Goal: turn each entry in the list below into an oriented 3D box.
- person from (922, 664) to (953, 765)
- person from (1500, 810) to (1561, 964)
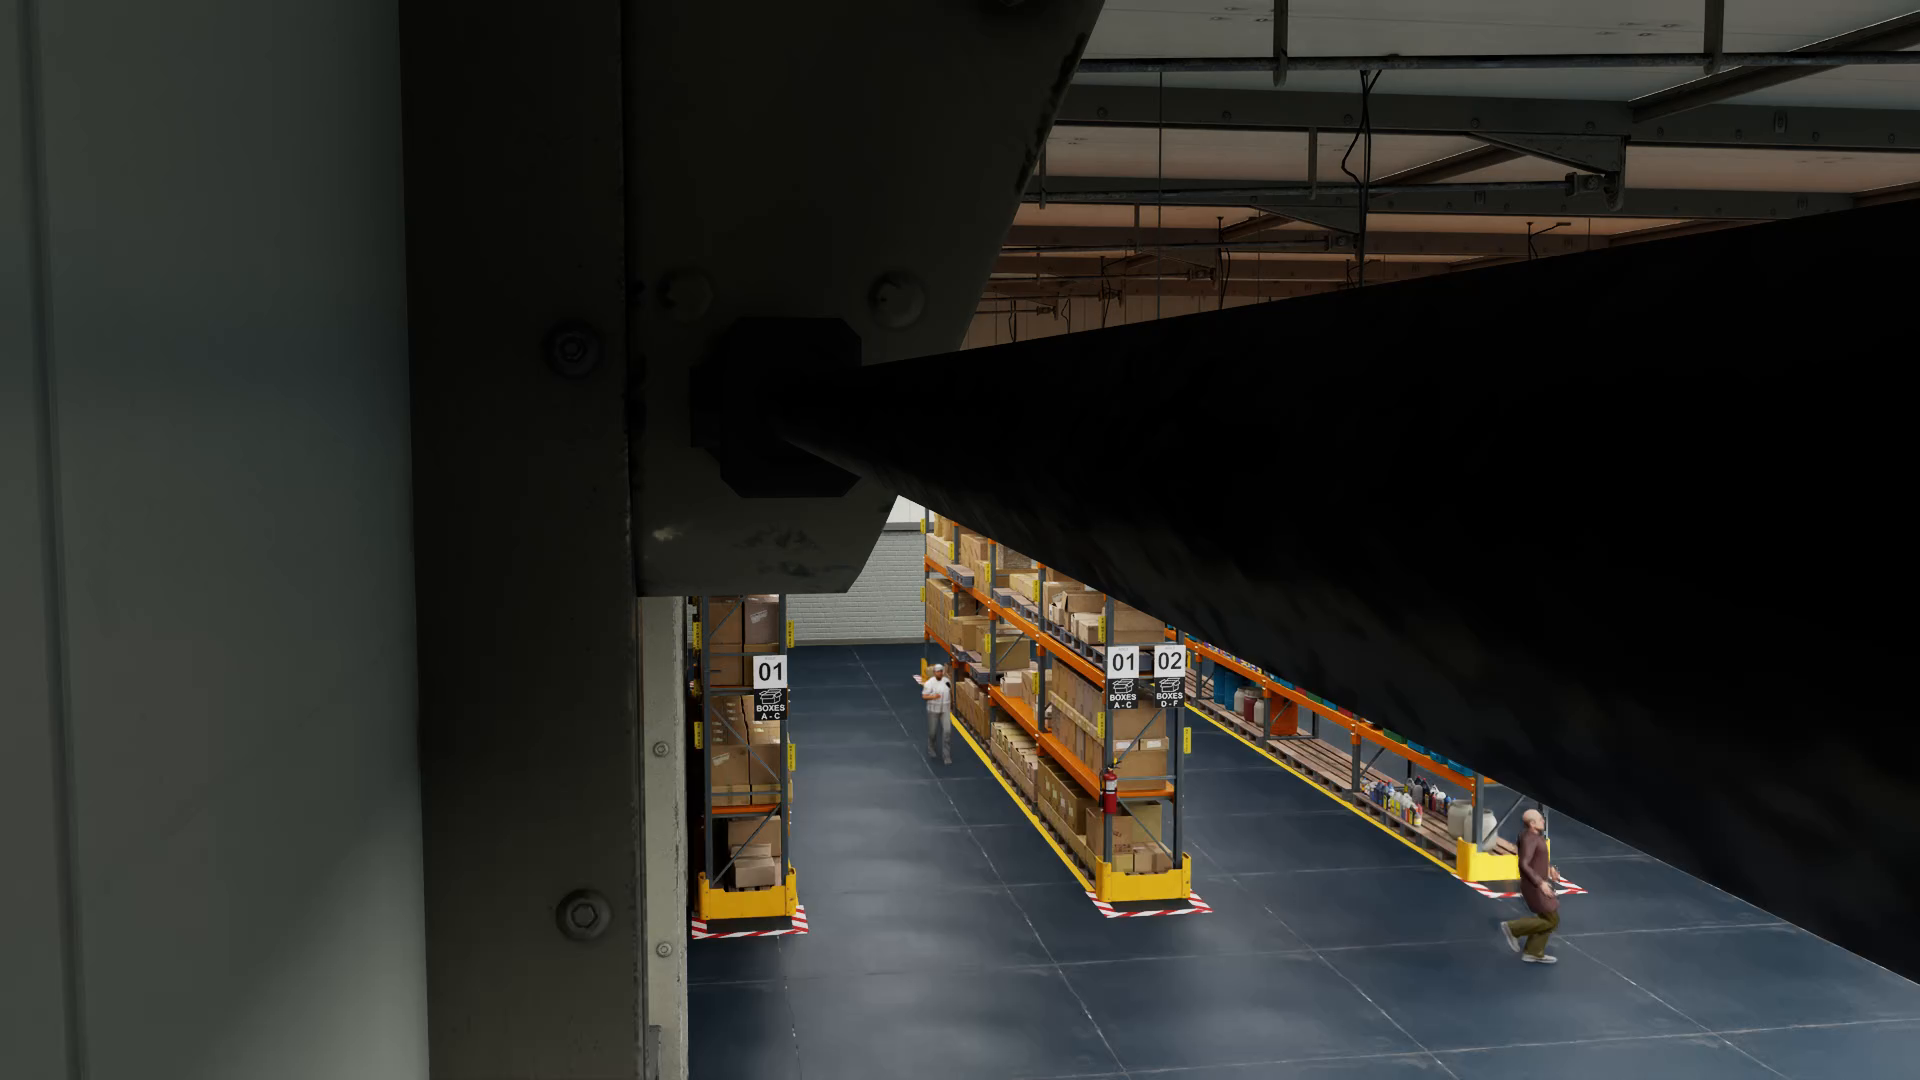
[{"bbox_3d":[-0.375,2.981,28.637,0.592,1.721,0.747,-1,5,-15],"label":"person"},{"bbox_3d":[6.348,3.854,18.506,0.631,1.714,0.726,1,5,14],"label":"person"}]
